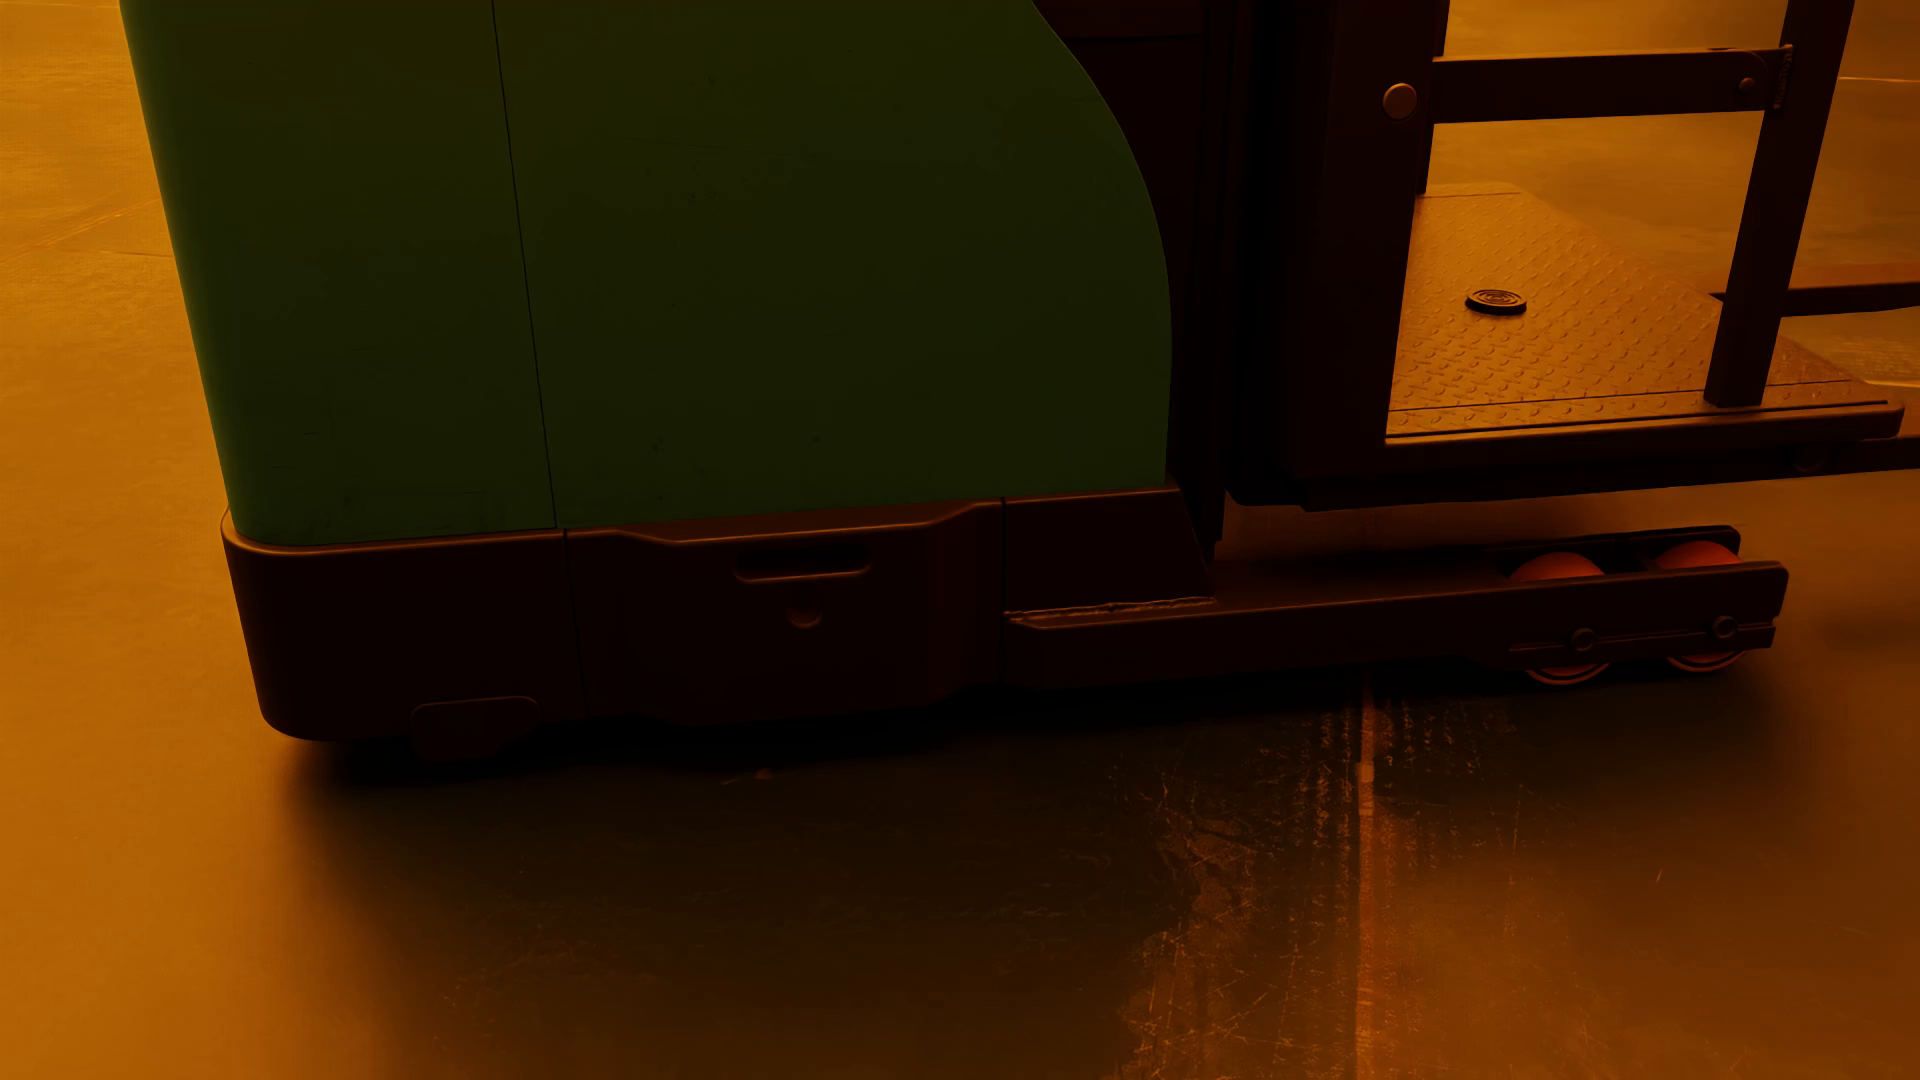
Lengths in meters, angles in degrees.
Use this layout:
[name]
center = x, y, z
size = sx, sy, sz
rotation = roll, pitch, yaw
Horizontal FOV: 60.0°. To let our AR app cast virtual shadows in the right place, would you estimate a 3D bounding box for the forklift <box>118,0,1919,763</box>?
[forklift]
center = 0.600, -1.354, 1.930
size = 3.031, 2.935, 1.130
rotation = -4, 27, -9
